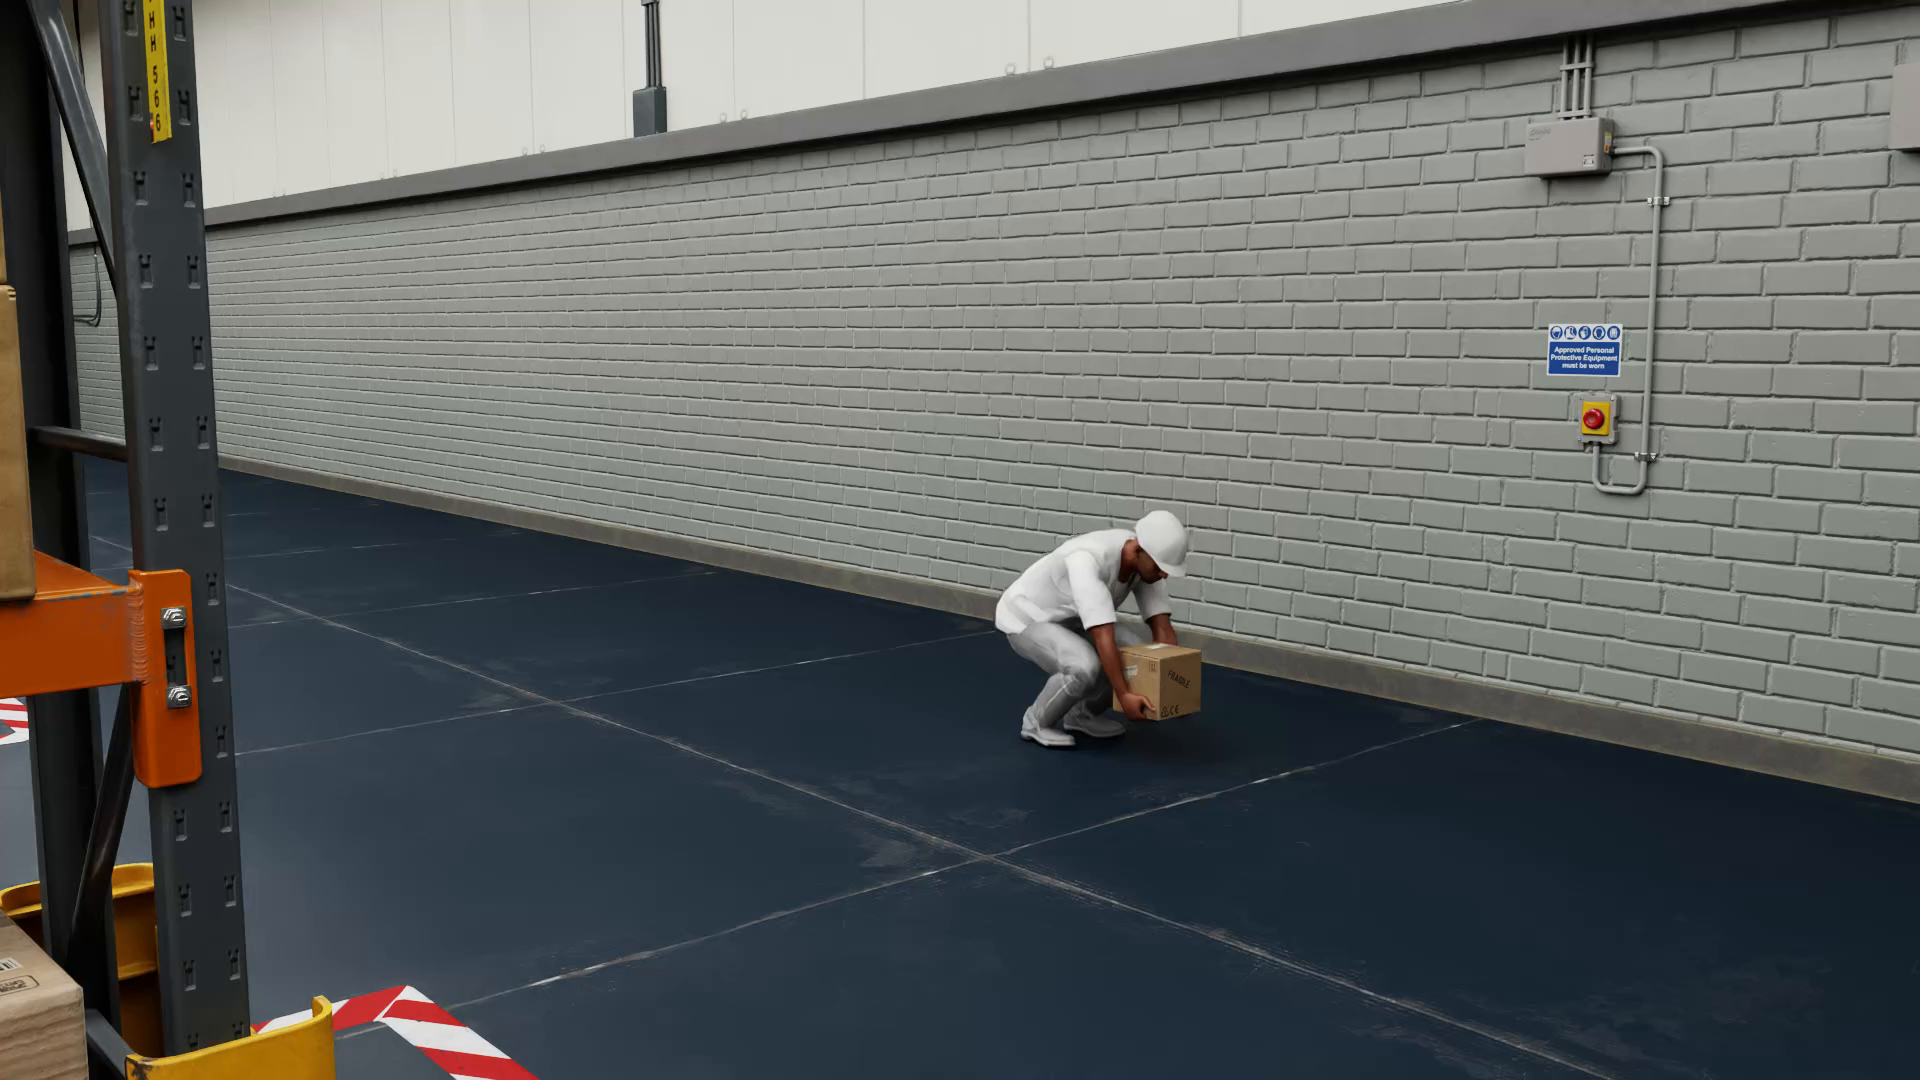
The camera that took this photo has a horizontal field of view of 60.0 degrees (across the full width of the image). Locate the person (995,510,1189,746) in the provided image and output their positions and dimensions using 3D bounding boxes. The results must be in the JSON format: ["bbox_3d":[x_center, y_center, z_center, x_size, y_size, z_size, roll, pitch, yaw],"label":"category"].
[{"bbox_3d":[0.575,0.355,6.926,0.540,1.010,0.872,-7,10,-42],"label":"person"}]
